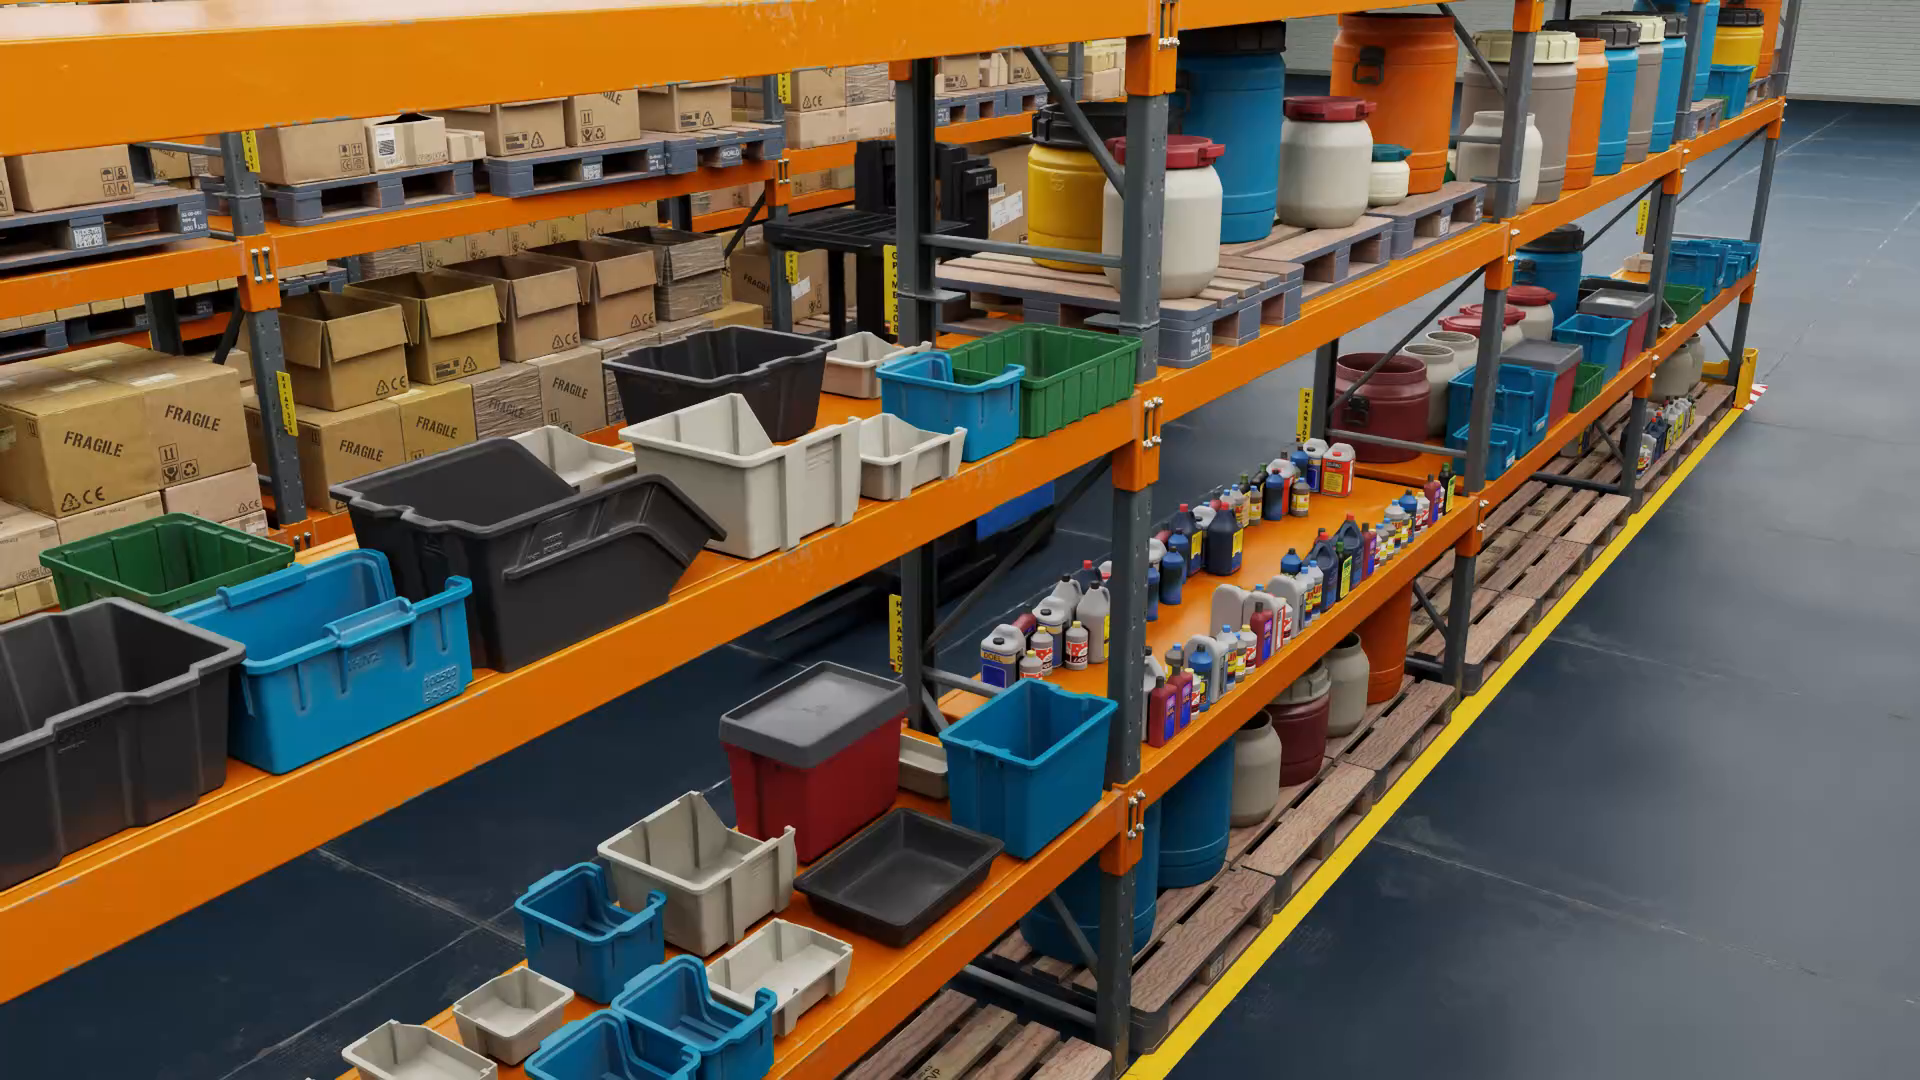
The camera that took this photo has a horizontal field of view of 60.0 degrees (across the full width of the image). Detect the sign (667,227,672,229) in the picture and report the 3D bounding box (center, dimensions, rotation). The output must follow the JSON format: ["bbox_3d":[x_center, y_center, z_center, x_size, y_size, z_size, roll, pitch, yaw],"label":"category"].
[{"bbox_3d":[-2.083,-2.112,12.097,0.100,0.325,0.005,13,24,32],"label":"sign"}]

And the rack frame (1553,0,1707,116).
[{"bbox_3d":[4.716,-4.499,11.456,1.000,3.000,0.127,13,24,32],"label":"rack frame"}]

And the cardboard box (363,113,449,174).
[{"bbox_3d":[-3.186,-2.215,9.128,0.500,0.311,0.500,12,24,30],"label":"cardboard box"}]

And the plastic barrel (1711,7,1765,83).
[{"bbox_3d":[6.429,-4.173,14.022,0.600,0.588,0.600,0,20,0],"label":"plastic barrel"}]

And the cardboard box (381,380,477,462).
[{"bbox_3d":[-3.130,-0.630,9.500,0.500,0.500,0.500,13,24,32],"label":"cardboard box"}]

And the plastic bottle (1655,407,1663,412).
[{"bbox_3d":[5.939,-1.026,14.115,0.097,0.201,0.097,0,20,0],"label":"plastic bottle"}]

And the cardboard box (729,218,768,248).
[{"bbox_3d":[-2.510,-3.274,19.249,0.875,0.875,0.875,13,24,32],"label":"cardboard box"}]

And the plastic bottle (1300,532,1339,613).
[{"bbox_3d":[1.648,0.142,7.629,0.144,0.351,0.185,13,24,32],"label":"plastic bottle"}]

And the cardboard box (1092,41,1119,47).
[{"bbox_3d":[1.300,-4.703,15.974,0.380,0.149,0.250,15,25,34],"label":"cardboard box"}]

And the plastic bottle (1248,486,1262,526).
[{"bbox_3d":[1.534,-0.184,8.725,0.097,0.201,0.097,0,20,0],"label":"plastic bottle"}]

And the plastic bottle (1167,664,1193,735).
[{"bbox_3d":[0.853,0.605,6.474,0.061,0.283,0.133,13,24,32],"label":"plastic bottle"}]

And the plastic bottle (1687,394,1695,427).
[{"bbox_3d":[6.245,-1.115,14.238,0.061,0.283,0.133,14,24,33],"label":"plastic bottle"}]

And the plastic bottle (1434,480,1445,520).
[{"bbox_3d":[2.513,-0.215,8.810,0.097,0.201,0.097,0,20,0],"label":"plastic bottle"}]

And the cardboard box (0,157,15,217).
[{"bbox_3d":[-4.573,-1.663,7.221,0.700,0.500,0.500,15,25,35],"label":"cardboard box"}]

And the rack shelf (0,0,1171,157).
[{"bbox_3d":[-0.905,-1.104,3.893,1.077,0.370,4.000,13,24,32],"label":"rack shelf"}]

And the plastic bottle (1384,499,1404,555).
[{"bbox_3d":[2.165,-0.070,8.316,0.097,0.271,0.097,0,20,0],"label":"plastic bottle"}]

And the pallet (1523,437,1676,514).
[{"bbox_3d":[5.128,-0.562,13.479,1.003,0.211,1.213,13,24,32],"label":"pallet"}]

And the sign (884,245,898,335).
[{"bbox_3d":[-0.235,-0.908,6.061,0.100,0.325,0.005,13,24,32],"label":"sign"}]

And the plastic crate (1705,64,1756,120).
[{"bbox_3d":[6.142,-3.626,13.444,0.392,0.384,0.575,13,24,32],"label":"plastic crate"}]

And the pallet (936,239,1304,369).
[{"bbox_3d":[0.579,-0.952,6.463,1.213,0.211,1.003,13,24,32],"label":"pallet"}]

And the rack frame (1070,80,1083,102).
[{"bbox_3d":[0.620,-2.651,15.108,1.000,3.000,0.127,13,24,32],"label":"rack frame"}]

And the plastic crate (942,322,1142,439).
[{"bbox_3d":[0.231,-0.517,5.319,0.450,0.188,0.662,13,24,32],"label":"plastic crate"}]

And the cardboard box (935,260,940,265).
[{"bbox_3d":[-0.496,-2.066,13.137,0.500,0.250,0.500,12,24,30],"label":"cardboard box"}]

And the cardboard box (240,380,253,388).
[{"bbox_3d":[-6.122,-1.136,14.010,0.500,0.500,0.500,14,25,34],"label":"cardboard box"}]

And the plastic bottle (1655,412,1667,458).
[{"bbox_3d":[5.620,-0.854,13.433,0.144,0.351,0.185,12,24,30],"label":"plastic bottle"}]

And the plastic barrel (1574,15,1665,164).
[{"bbox_3d":[4.242,-2.951,10.873,0.600,0.901,0.600,0,20,0],"label":"plastic barrel"}]

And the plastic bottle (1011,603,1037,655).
[{"bbox_3d":[0.266,0.414,6.991,0.061,0.283,0.133,13,24,32],"label":"plastic bottle"}]

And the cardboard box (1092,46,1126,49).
[{"bbox_3d":[1.424,-4.450,15.289,0.380,0.149,0.250,14,25,33],"label":"cardboard box"}]

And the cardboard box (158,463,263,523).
[{"bbox_3d":[-3.908,-0.247,8.396,0.500,0.250,0.500,13,24,31],"label":"cardboard box"}]

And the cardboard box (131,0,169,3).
[{"bbox_3d":[-11.014,-7.351,22.868,0.500,0.311,0.500,14,24,33],"label":"cardboard box"}]

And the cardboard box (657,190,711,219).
[{"bbox_3d":[-3.228,-3.826,18.068,0.875,0.550,0.550,13,24,32],"label":"cardboard box"}]

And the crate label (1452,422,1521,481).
[{"bbox_3d":[3.015,-0.507,9.552,0.303,0.233,0.416,13,24,32],"label":"crate label"}]

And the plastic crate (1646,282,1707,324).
[{"bbox_3d":[5.713,-1.920,13.437,0.450,0.188,0.662,13,24,32],"label":"plastic crate"}]

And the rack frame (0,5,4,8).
[{"bbox_3d":[-9.824,-6.250,16.189,1.000,3.000,0.127,13,24,32],"label":"rack frame"}]

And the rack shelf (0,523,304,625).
[{"bbox_3d":[-5.001,0.556,7.476,1.077,0.370,4.000,13,24,32],"label":"rack shelf"}]

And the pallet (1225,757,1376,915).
[{"bbox_3d":[1.373,1.353,8.302,1.003,0.211,1.213,13,24,32],"label":"pallet"}]

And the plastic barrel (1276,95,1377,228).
[{"bbox_3d":[1.596,-1.667,7.322,0.433,0.535,0.433,0,20,0],"label":"plastic barrel"}]

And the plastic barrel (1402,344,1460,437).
[{"bbox_3d":[2.870,-0.927,10.285,0.421,0.512,0.421,0,20,0],"label":"plastic barrel"}]

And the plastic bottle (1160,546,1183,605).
[{"bbox_3d":[0.982,0.159,7.697,0.097,0.271,0.097,0,20,0],"label":"plastic bottle"}]

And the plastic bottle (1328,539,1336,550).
[{"bbox_3d":[1.722,0.124,7.774,0.061,0.283,0.133,13,24,32],"label":"plastic bottle"}]

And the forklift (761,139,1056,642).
[{"bbox_3d":[-0.554,-1.052,10.884,1.130,2.935,3.031,14,24,32],"label":"forklift"}]

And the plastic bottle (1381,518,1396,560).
[{"bbox_3d":[2.110,-0.009,8.253,0.097,0.201,0.097,0,20,0],"label":"plastic bottle"}]

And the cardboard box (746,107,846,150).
[{"bbox_3d":[-1.154,-2.925,11.741,0.500,0.250,0.500,14,24,33],"label":"cardboard box"}]

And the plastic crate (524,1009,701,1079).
[{"bbox_3d":[-0.878,1.424,4.246,0.416,0.233,0.300,13,24,32],"label":"plastic crate"}]

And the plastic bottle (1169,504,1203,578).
[{"bbox_3d":[1.085,-0.010,8.040,0.144,0.351,0.185,13,24,32],"label":"plastic bottle"}]

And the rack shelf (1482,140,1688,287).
[{"bbox_3d":[3.592,-2.181,10.550,1.077,0.370,4.000,13,24,32],"label":"rack shelf"}]

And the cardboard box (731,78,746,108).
[{"bbox_3d":[-1.567,-3.377,11.883,0.500,0.500,0.500,14,24,33],"label":"cardboard box"}]

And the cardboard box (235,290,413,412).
[{"bbox_3d":[-3.525,-1.058,9.211,0.797,0.503,0.637,13,24,30],"label":"cardboard box"}]

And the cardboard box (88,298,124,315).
[{"bbox_3d":[-6.591,-1.830,12.645,0.380,0.149,0.250,13,24,31],"label":"cardboard box"}]

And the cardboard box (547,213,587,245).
[{"bbox_3d":[-4.065,-3.202,16.454,0.500,0.500,0.500,14,24,32],"label":"cardboard box"}]

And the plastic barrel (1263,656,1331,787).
[{"bbox_3d":[1.572,0.864,8.475,0.600,0.588,0.708,13,24,32],"label":"plastic barrel"}]

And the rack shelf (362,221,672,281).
[{"bbox_3d":[-4.549,-2.736,16.375,1.077,0.370,4.000,13,24,32],"label":"rack shelf"}]

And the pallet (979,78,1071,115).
[{"bbox_3d":[0.185,-3.813,14.197,1.213,0.211,1.003,13,24,32],"label":"pallet"}]
